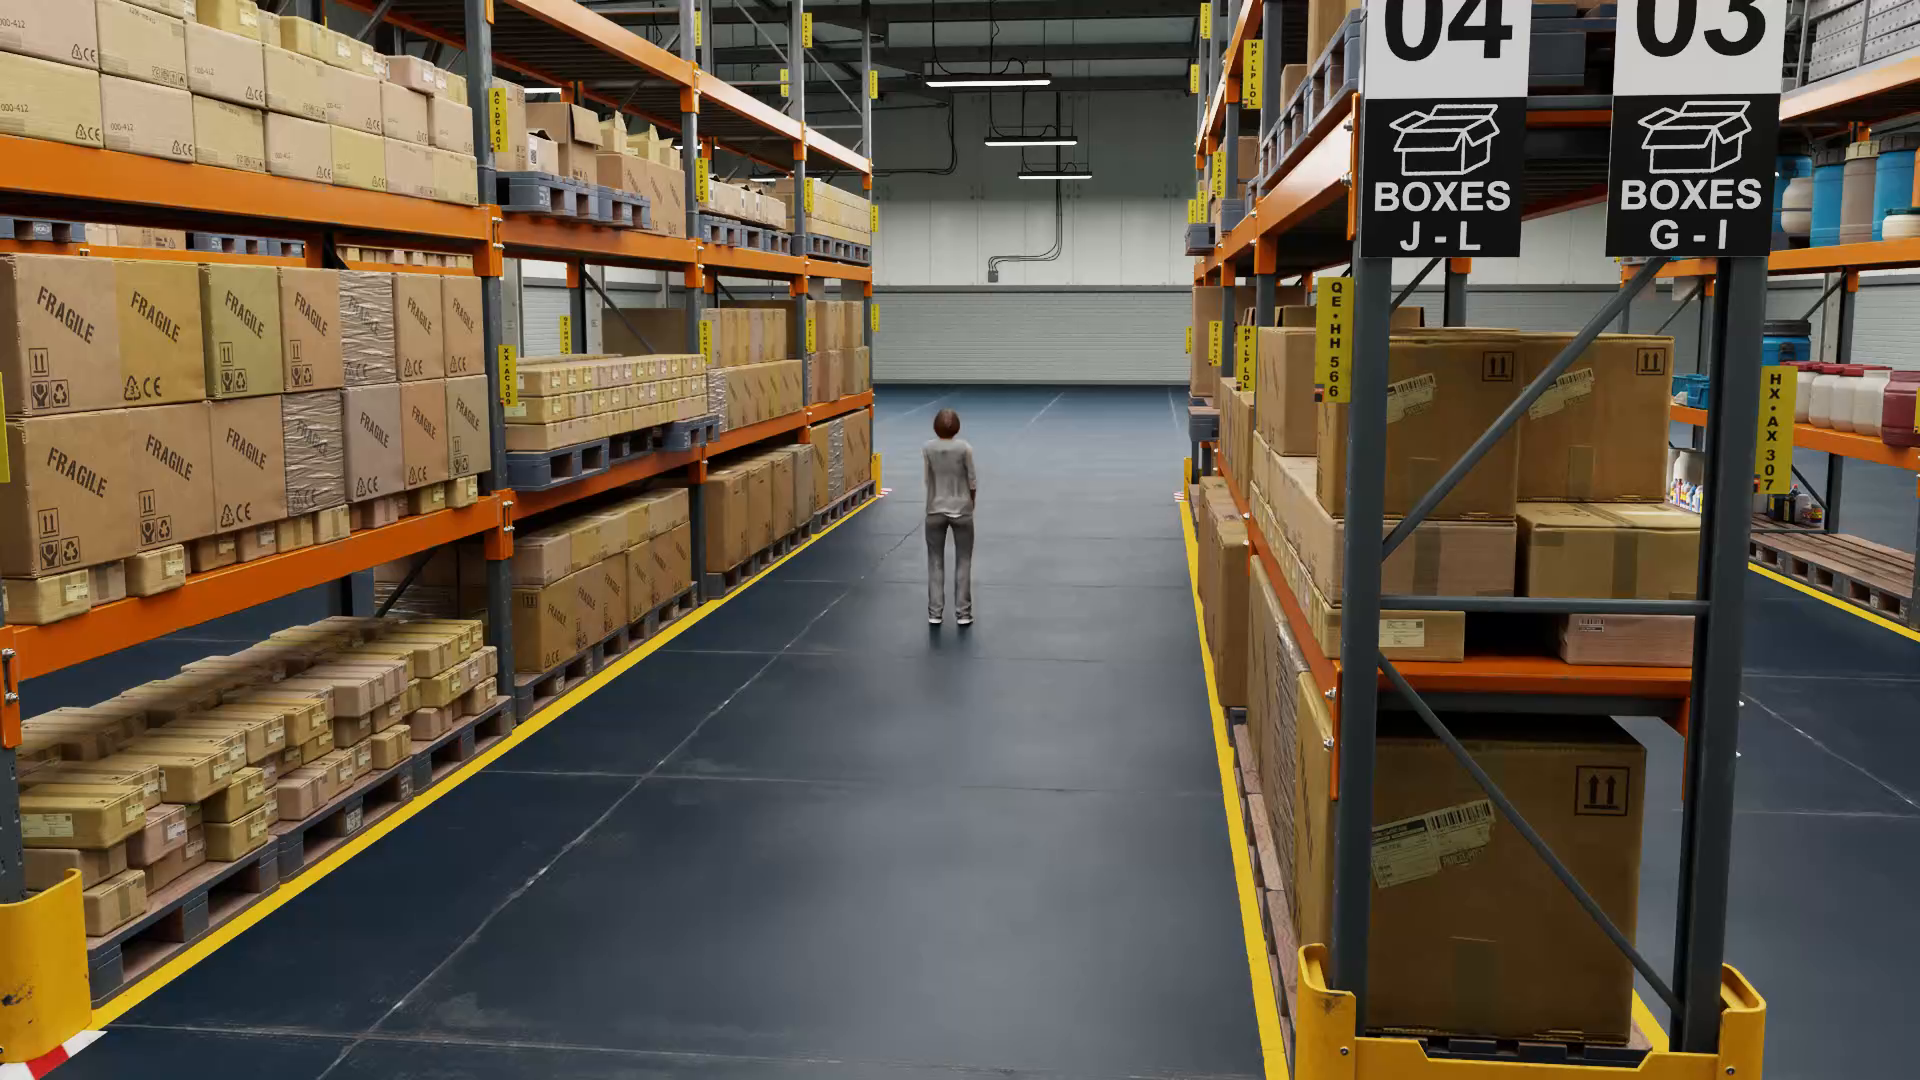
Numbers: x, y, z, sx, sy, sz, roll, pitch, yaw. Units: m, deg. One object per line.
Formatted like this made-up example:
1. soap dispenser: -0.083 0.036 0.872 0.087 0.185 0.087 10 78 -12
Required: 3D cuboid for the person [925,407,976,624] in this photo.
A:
1. person: -0.066 -0.182 12.215 0.380 1.588 0.495 1 8 7
